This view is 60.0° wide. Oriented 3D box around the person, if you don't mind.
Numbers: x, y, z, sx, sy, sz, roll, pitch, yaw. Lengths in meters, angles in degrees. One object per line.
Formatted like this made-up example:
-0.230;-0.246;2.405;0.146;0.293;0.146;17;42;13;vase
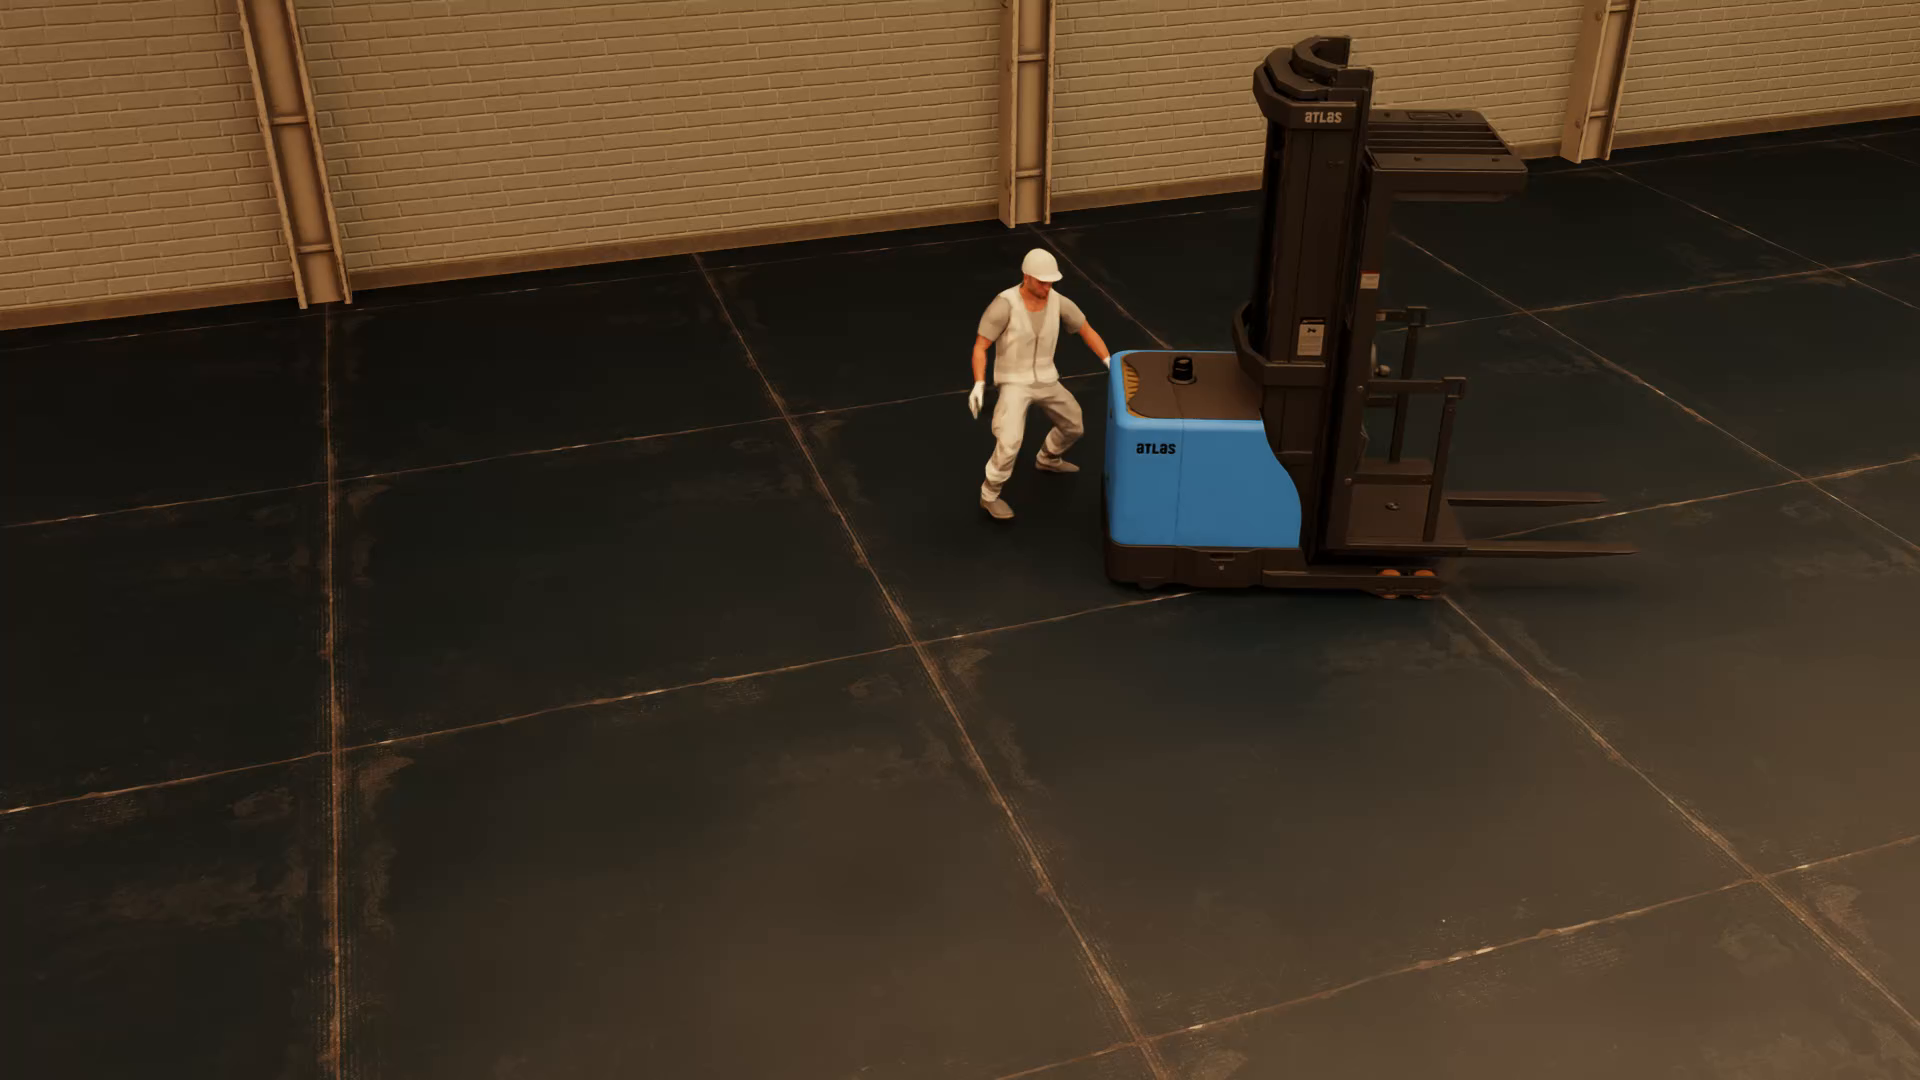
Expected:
0.479;-0.981;10.126;0.997;1.643;0.726;-13;32;-21;person

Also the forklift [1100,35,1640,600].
2.369;-1.203;9.179;3.031;2.935;1.130;1;30;2;forklift
